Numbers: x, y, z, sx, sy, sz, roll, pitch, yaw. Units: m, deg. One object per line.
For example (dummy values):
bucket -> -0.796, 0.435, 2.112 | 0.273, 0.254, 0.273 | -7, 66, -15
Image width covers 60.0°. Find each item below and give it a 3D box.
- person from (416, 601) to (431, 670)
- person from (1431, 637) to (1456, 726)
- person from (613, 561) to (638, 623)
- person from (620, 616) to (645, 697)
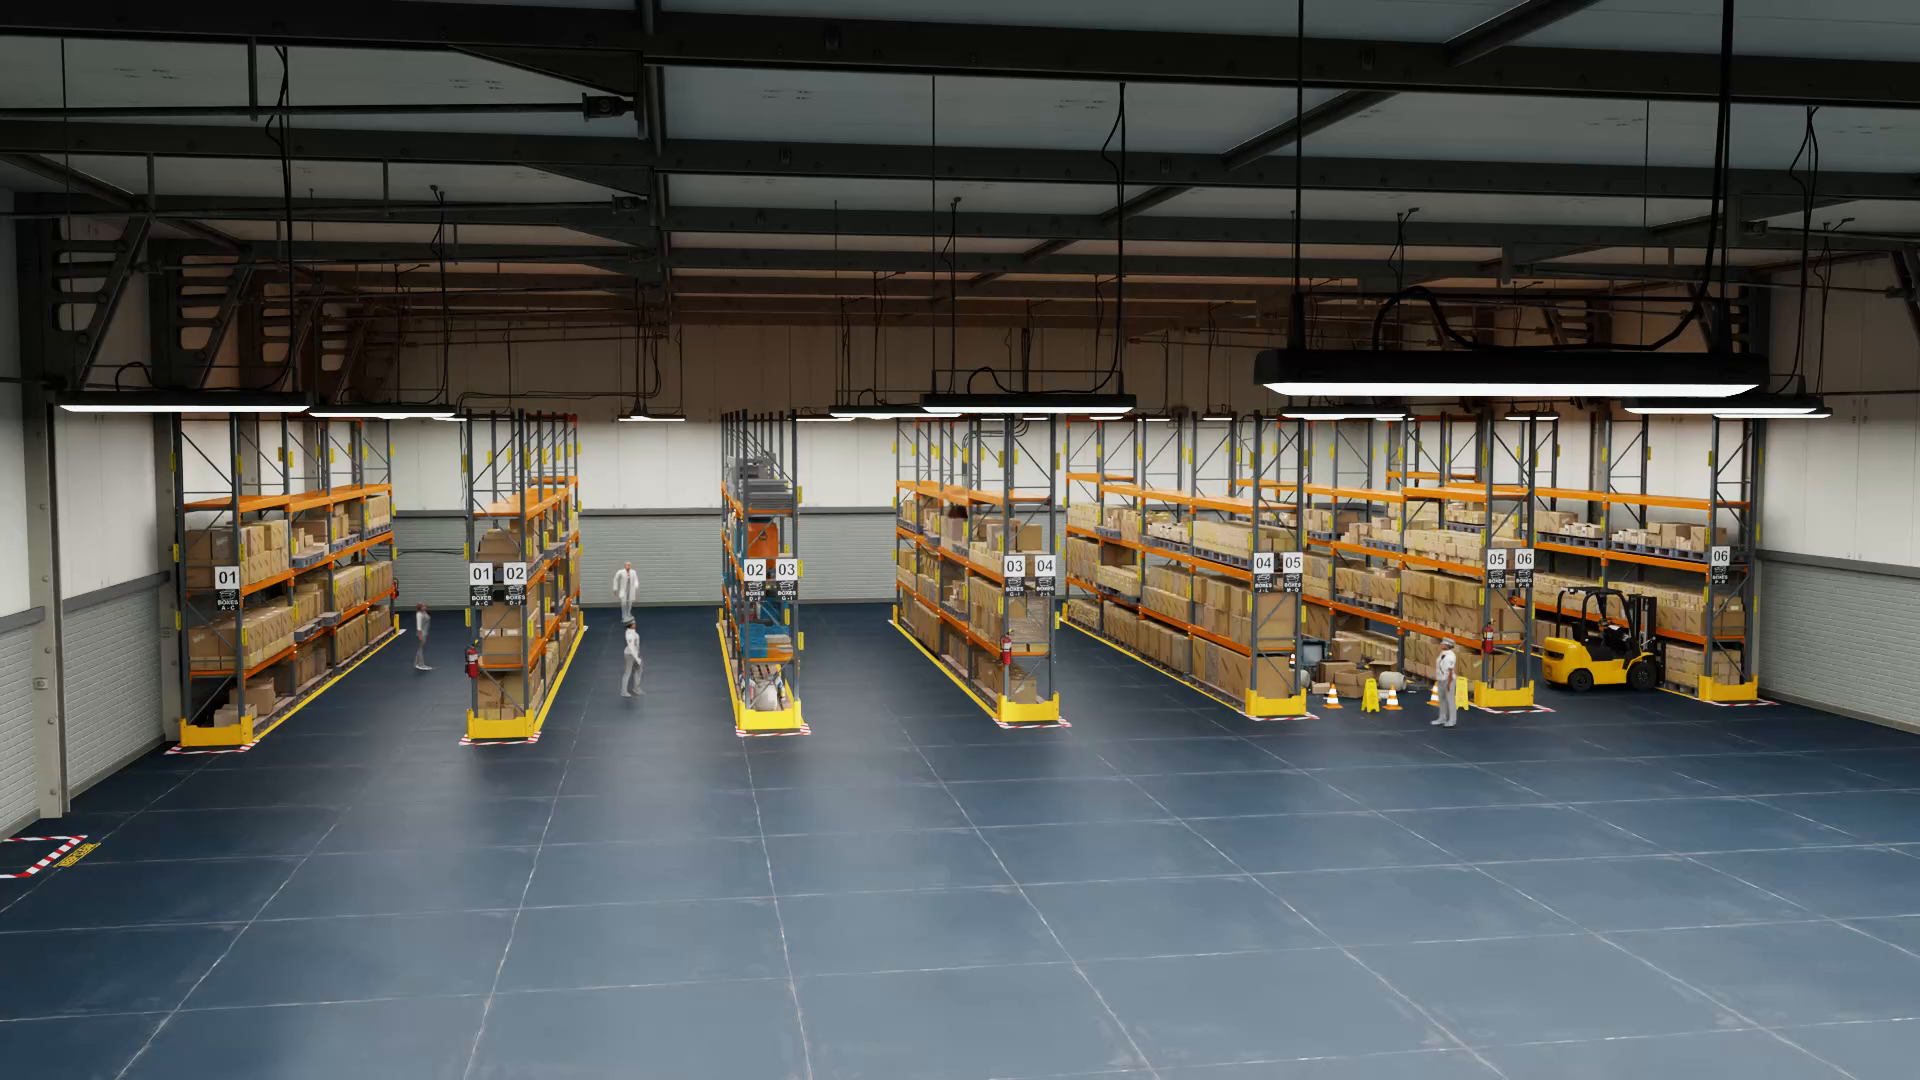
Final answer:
person -> -12.485, 2.222, 38.704 | 0.347, 1.621, 0.479 | -1, 4, -15
person -> 9.191, 2.675, 31.550 | 0.401, 1.700, 0.487 | -2, 4, -21
person -> -9.704, 1.543, 48.256 | 0.688, 1.851, 0.778 | -1, 4, -14
person -> -6.892, 2.458, 35.081 | 0.481, 1.717, 0.630 | 0, 4, 6
